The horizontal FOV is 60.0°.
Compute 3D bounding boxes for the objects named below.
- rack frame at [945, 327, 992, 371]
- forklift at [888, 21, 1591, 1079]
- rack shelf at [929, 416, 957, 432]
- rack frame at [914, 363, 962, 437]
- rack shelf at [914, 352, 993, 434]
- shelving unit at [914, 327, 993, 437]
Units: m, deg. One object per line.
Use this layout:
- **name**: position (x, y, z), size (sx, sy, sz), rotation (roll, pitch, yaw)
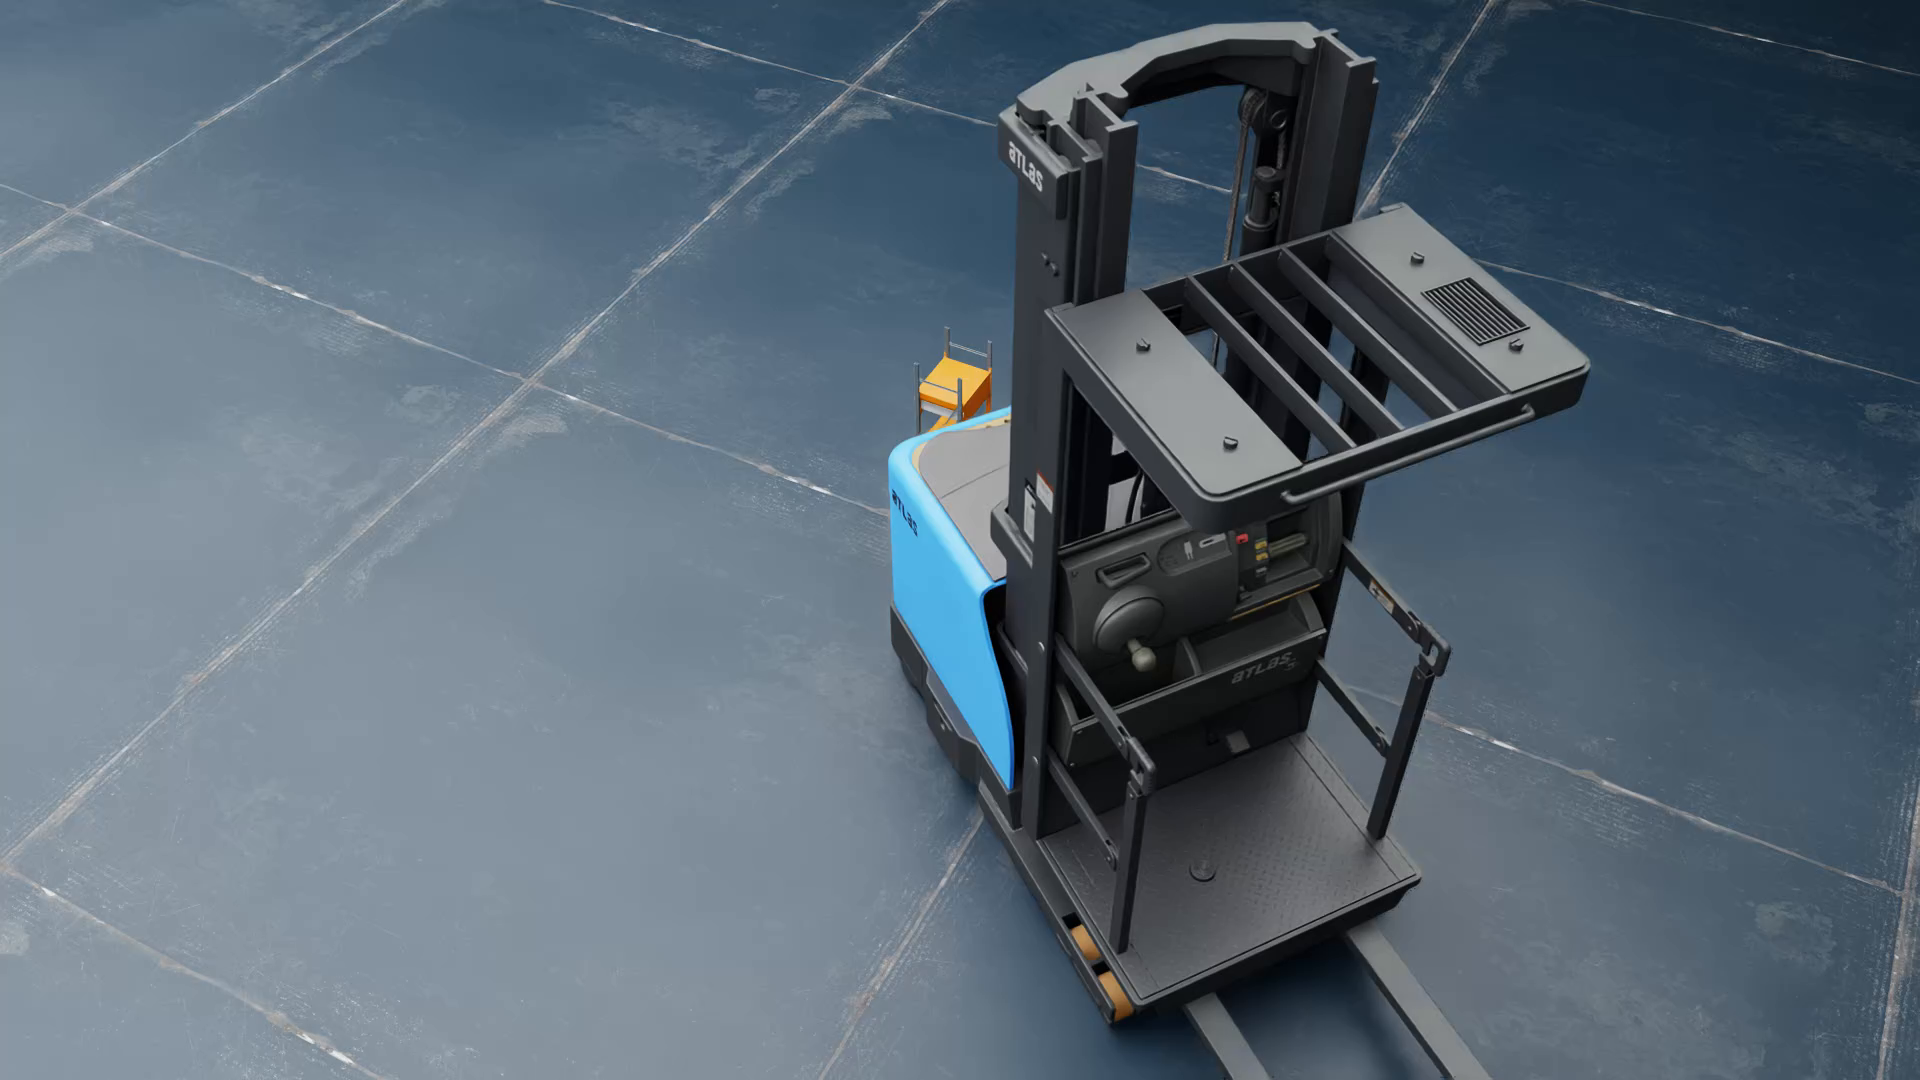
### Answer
- **rack frame**: position (0.032, -0.412, 6.699), size (0.200, 1.050, 0.008), rotation (20, 49, 19)
- **forklift**: position (0.827, 0.184, 4.787), size (1.130, 2.935, 3.031), rotation (-19, 48, -18)
- **rack shelf**: position (-0.025, -0.328, 6.631), size (0.215, 0.259, 0.240), rotation (20, 49, 19)
- **rack frame**: position (-0.081, -0.258, 6.547), size (0.200, 1.050, 0.008), rotation (20, 49, 19)
- **rack shelf**: position (-0.025, -0.527, 6.429), size (0.215, 0.259, 0.240), rotation (20, 49, 19)
- **shelving unit**: position (-0.025, -0.335, 6.623), size (0.215, 1.050, 0.252), rotation (20, 49, 19)
